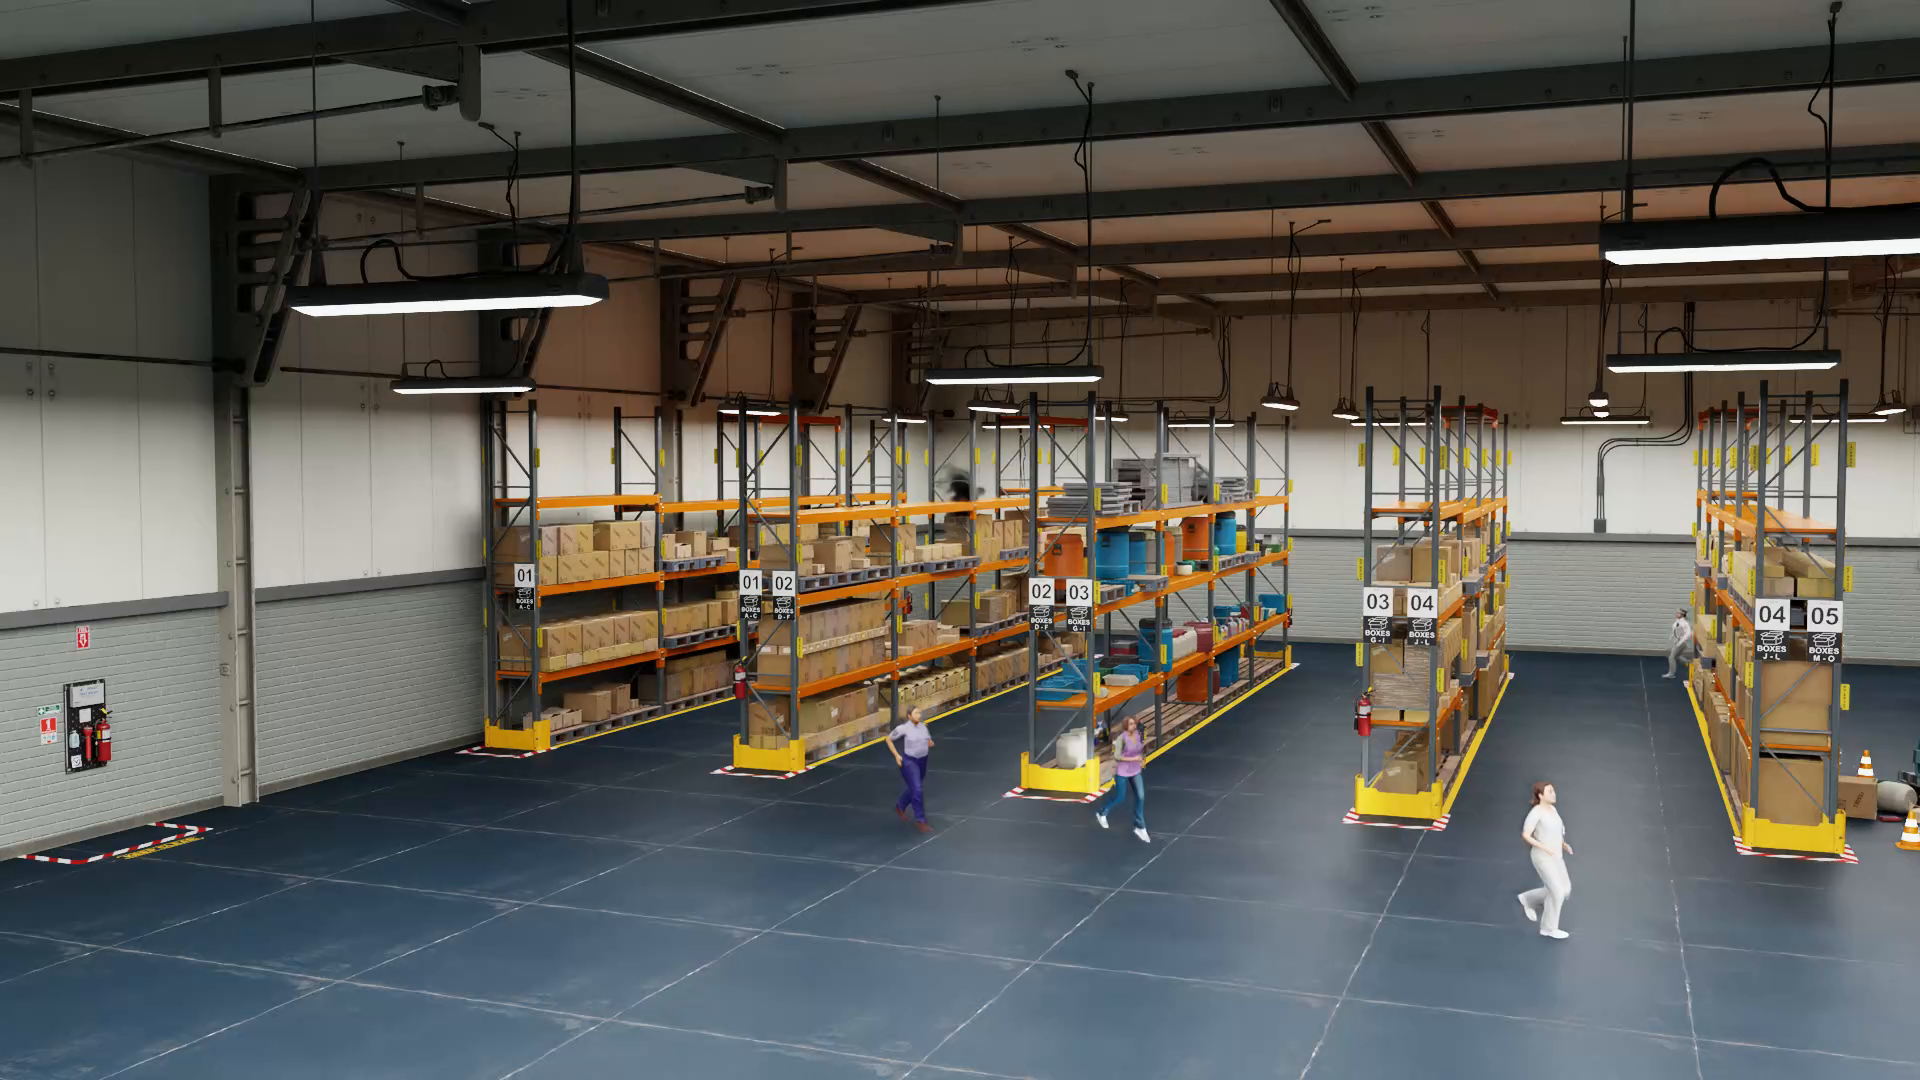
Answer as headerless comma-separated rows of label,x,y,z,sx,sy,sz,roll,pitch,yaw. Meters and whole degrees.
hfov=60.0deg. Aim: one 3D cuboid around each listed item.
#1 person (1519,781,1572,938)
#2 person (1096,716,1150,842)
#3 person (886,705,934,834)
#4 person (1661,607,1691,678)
person,6.105,3.331,17.438,0.563,1.608,0.609,-2,4,-39
person,2.189,3.117,22.004,0.549,1.615,0.874,-2,3,-34
person,-0.627,3.058,22.417,0.895,1.671,0.594,3,4,43
person,16.298,2.329,37.519,0.751,1.650,0.678,0,3,7
